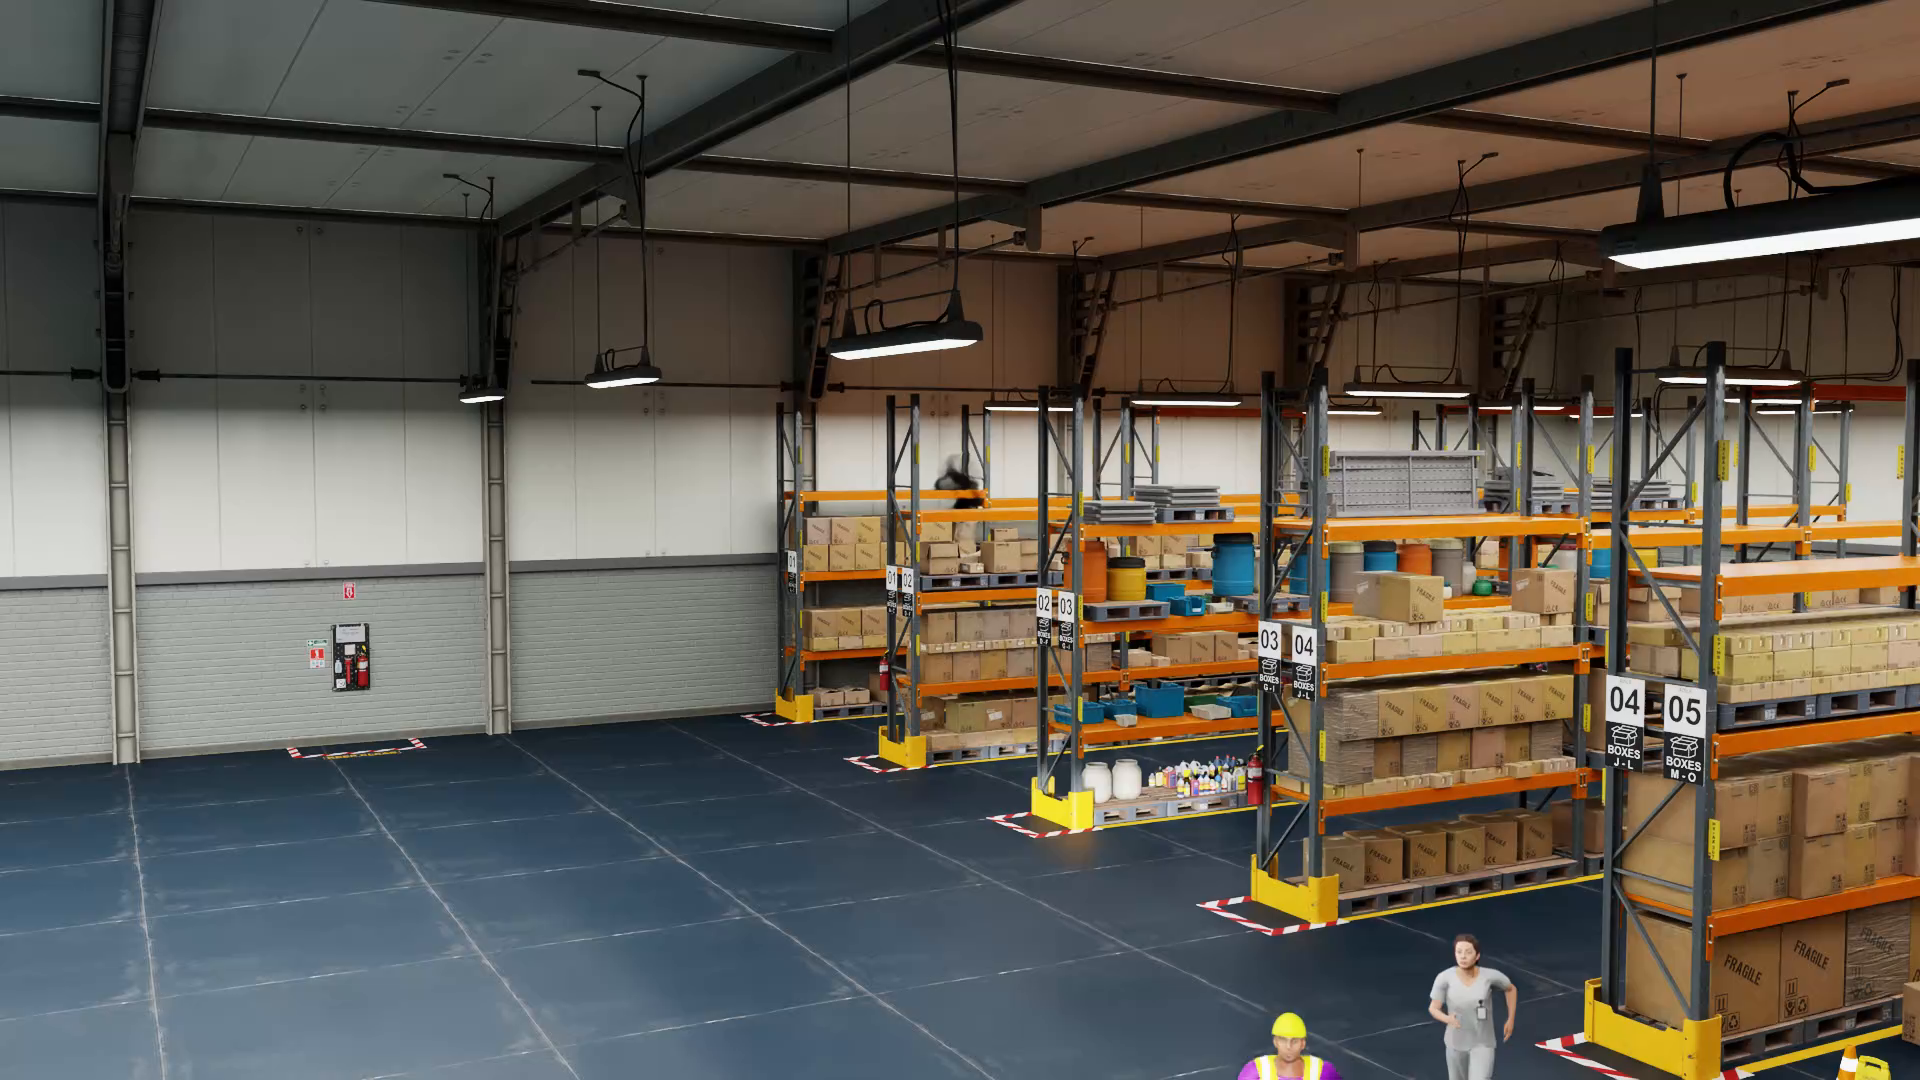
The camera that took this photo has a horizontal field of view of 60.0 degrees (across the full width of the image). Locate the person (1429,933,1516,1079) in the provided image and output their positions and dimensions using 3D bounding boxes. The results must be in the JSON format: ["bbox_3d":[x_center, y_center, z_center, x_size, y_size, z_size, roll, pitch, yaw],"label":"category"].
[{"bbox_3d":[3.678,3.654,11.949,0.571,1.699,0.876,1,4,24],"label":"person"}]

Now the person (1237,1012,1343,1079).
[{"bbox_3d":[1.969,3.702,9.967,0.712,1.744,0.961,1,3,14],"label":"person"}]
